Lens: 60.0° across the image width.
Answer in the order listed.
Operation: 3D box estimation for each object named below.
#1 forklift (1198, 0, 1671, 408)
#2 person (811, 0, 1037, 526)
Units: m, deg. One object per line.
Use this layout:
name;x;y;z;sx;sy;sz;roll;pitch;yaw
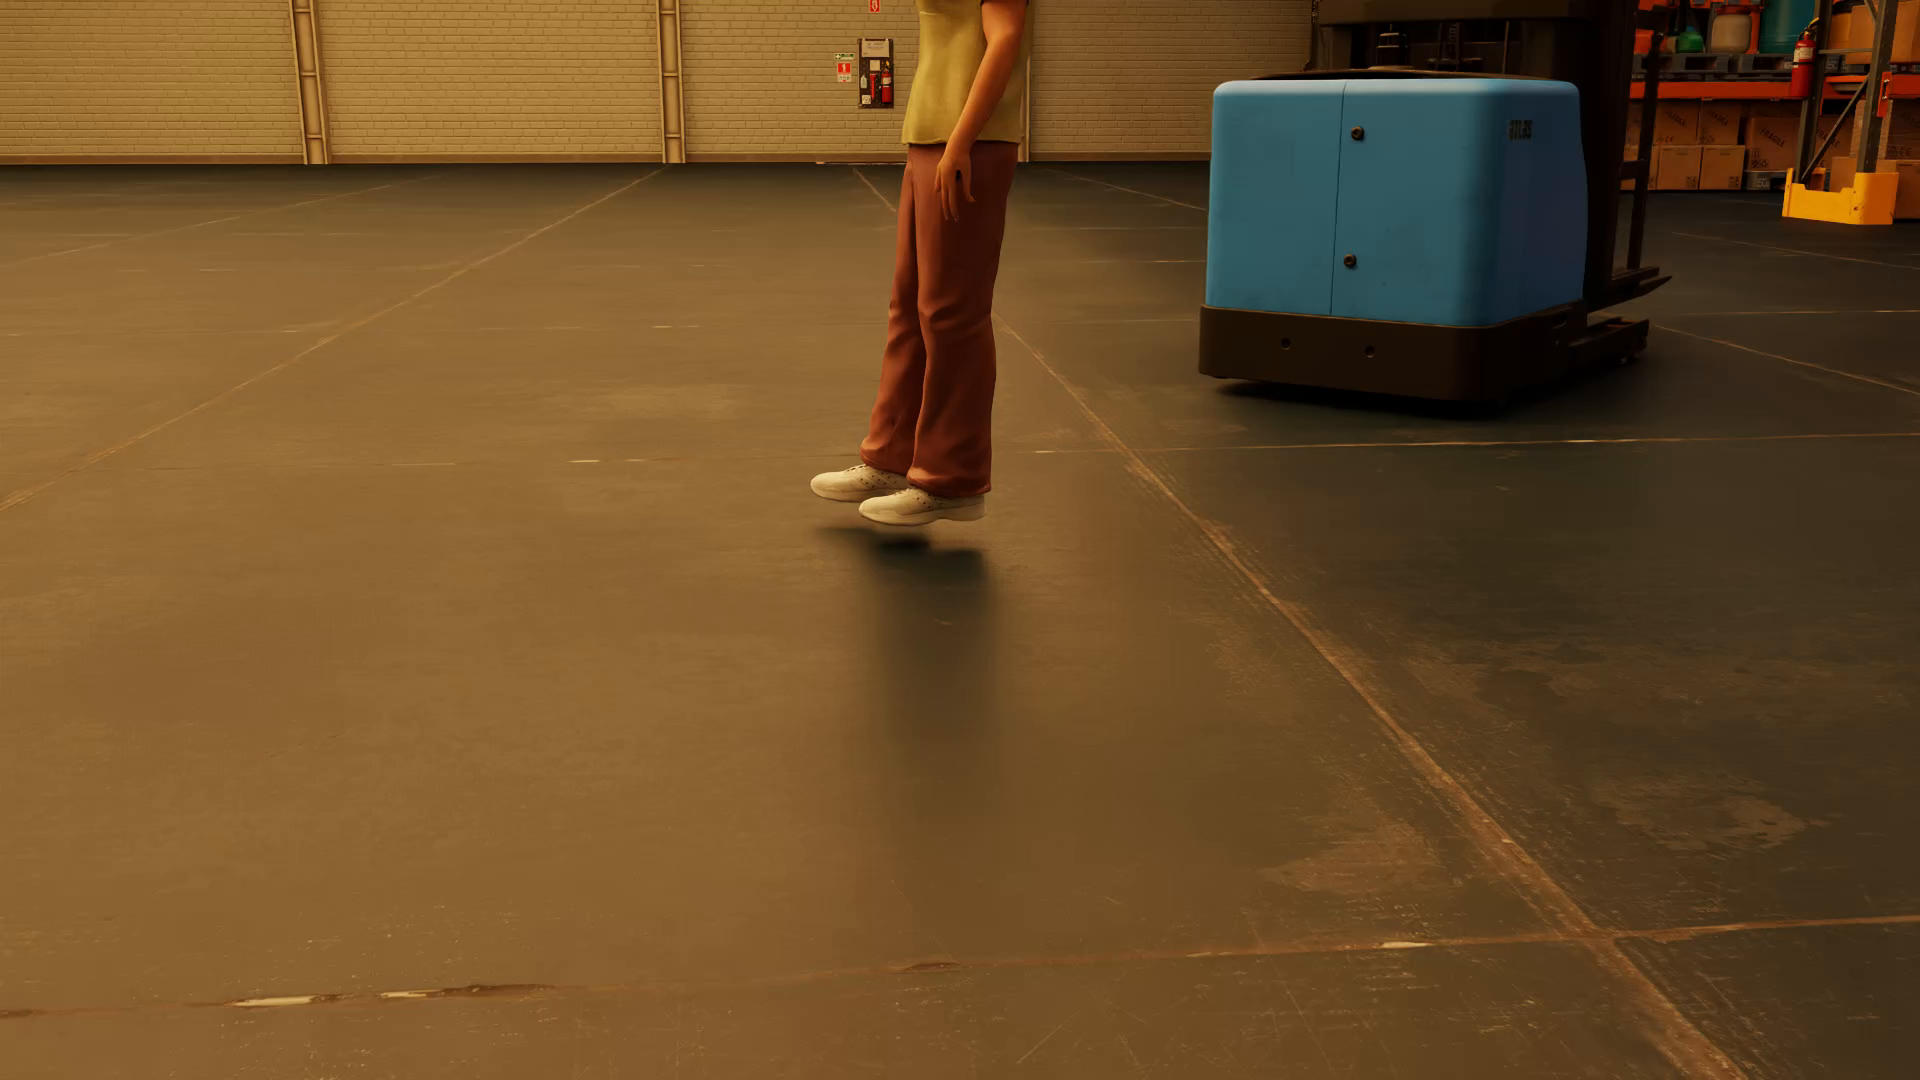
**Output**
forklift;2.129;-2.169;6.425;1.130;2.935;3.031;11;18;35
person;-0.075;-0.857;3.714;0.547;1.673;0.554;-1;15;-5
